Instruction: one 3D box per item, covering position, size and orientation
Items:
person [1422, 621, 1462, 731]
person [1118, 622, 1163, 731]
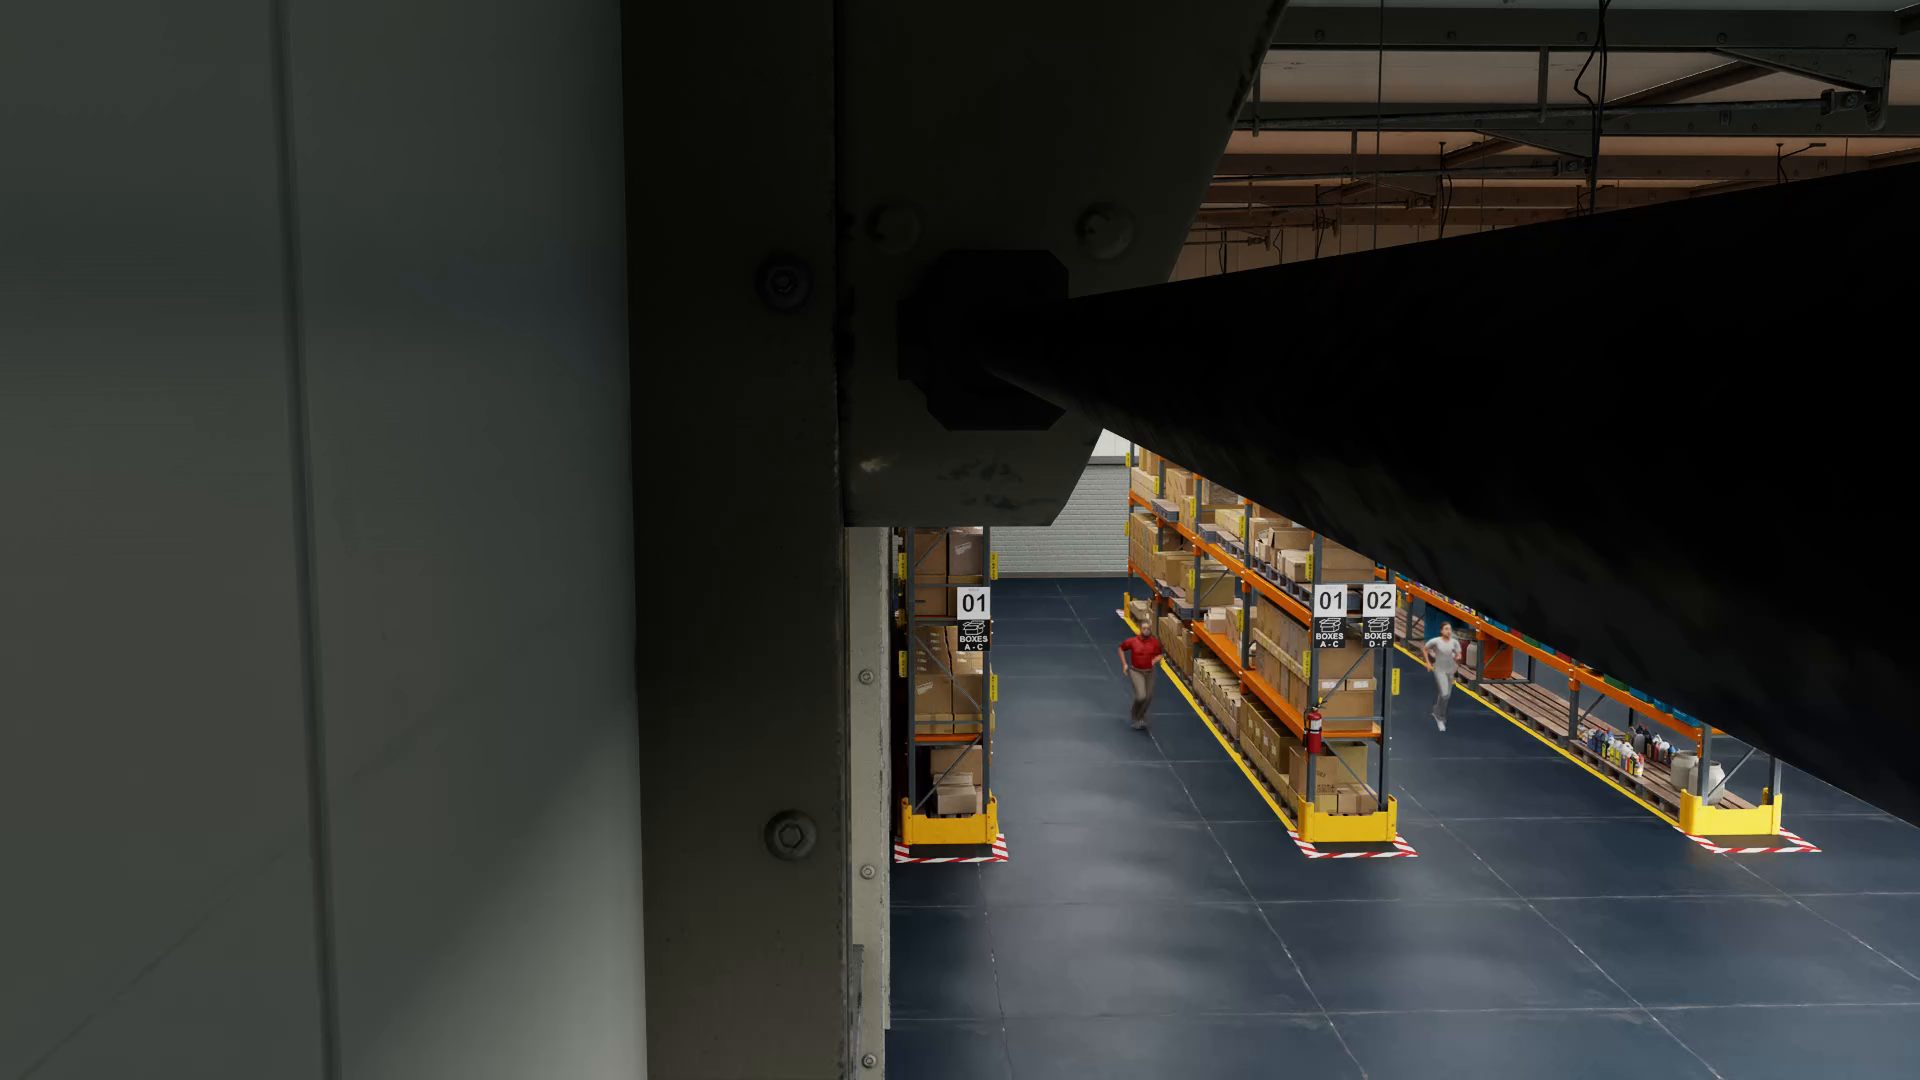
[{"bbox_3d":[7.656,2.139,26.325,0.531,1.720,0.720,-1,7,-11],"label":"person"},{"bbox_3d":[2.885,2.143,26.137,0.652,1.718,0.653,-2,8,-16],"label":"person"}]
